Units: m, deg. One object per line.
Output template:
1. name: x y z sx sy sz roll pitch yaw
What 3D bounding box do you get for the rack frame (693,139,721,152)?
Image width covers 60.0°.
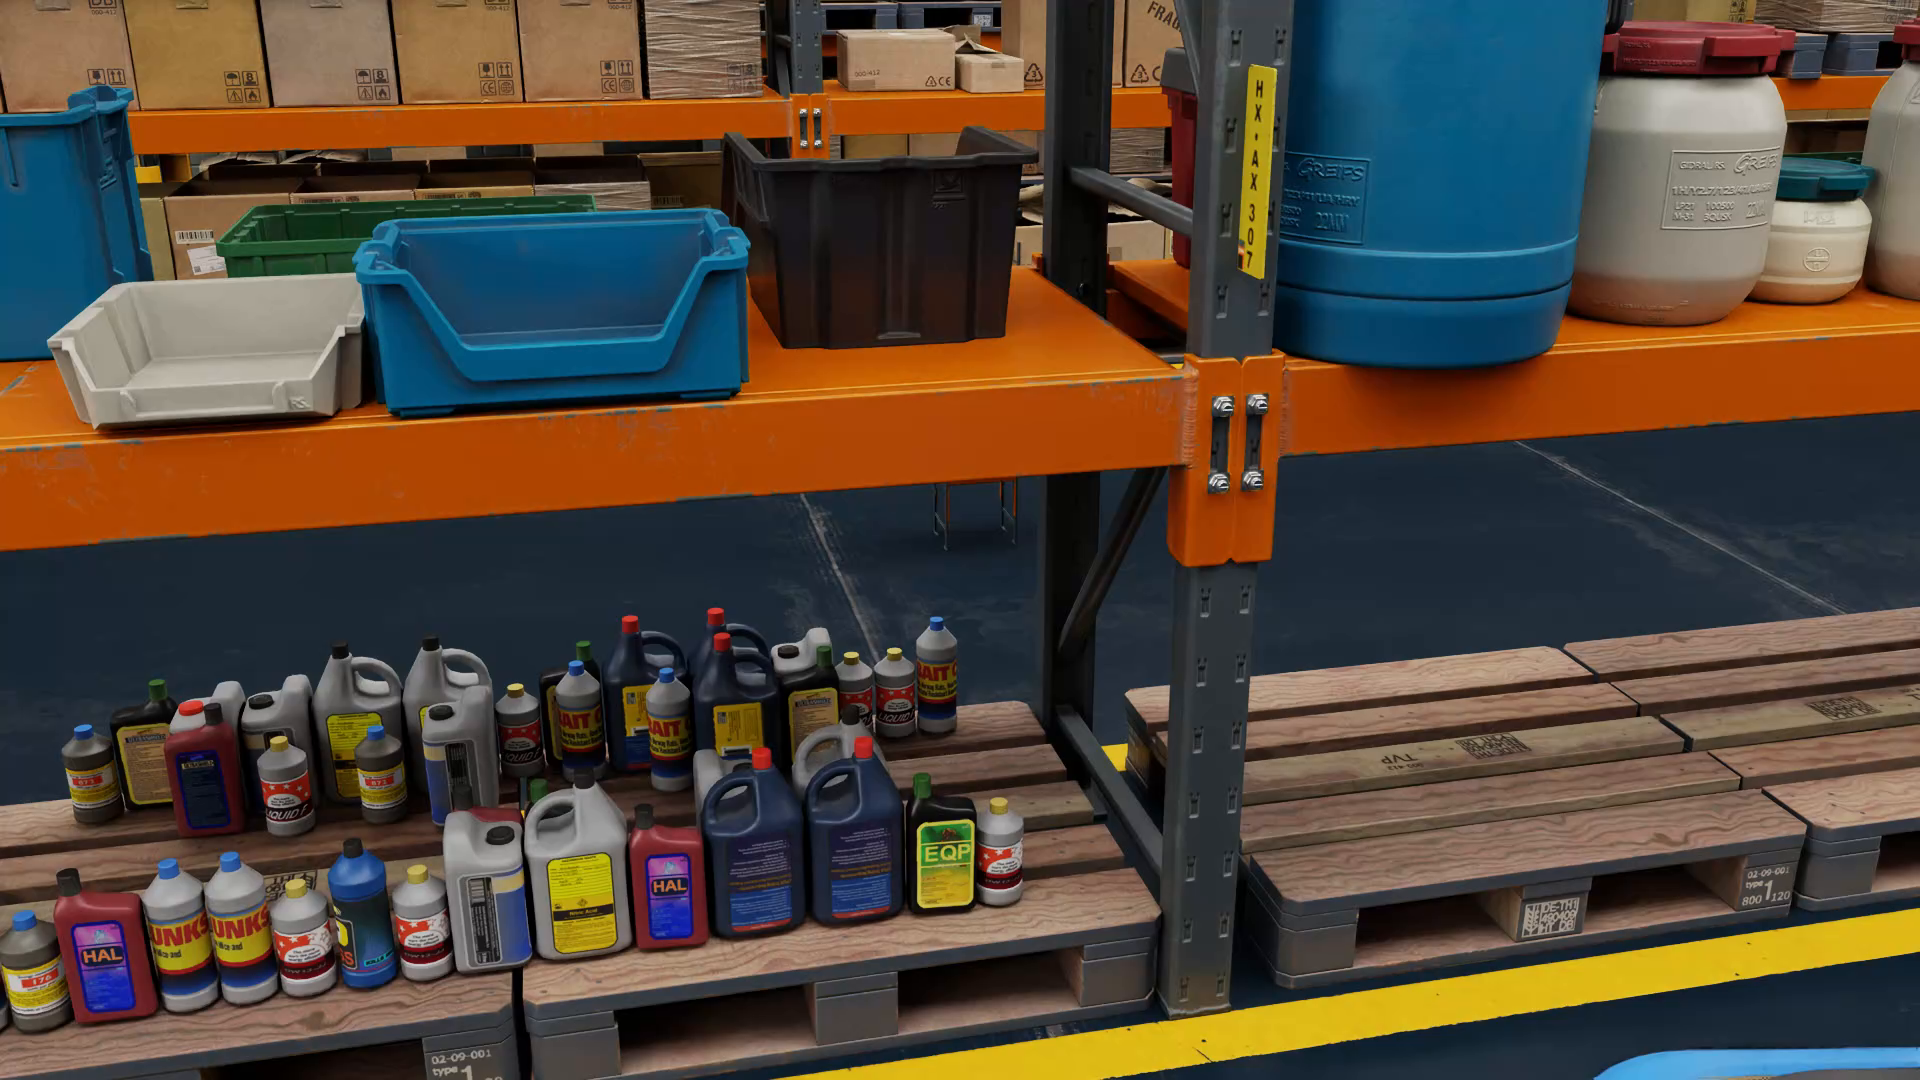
1. rack frame: -1.923 -3.957 12.256 0.127 3.000 1.000 -5 21 -12

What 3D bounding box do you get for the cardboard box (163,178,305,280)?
1. cardboard box: -3.129 -1.293 7.280 0.500 0.500 0.500 -5 21 -12

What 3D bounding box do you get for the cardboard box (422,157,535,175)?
1. cardboard box: -2.276 -1.546 7.971 0.500 0.500 0.500 -5 21 -12

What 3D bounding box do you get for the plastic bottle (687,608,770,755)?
1. plastic bottle: -0.524 0.321 3.788 0.185 0.351 0.144 -4 21 -11

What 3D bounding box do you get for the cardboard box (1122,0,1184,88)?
1. cardboard box: 0.972 -2.483 8.086 0.500 0.500 0.500 -5 21 -12

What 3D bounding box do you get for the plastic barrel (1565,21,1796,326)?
1. plastic barrel: 1.338 -0.707 3.186 0.433 0.535 0.433 0 20 0

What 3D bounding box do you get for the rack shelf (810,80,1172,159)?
1. rack shelf: 1.167 -2.120 8.286 4.000 0.370 1.077 -5 21 -12

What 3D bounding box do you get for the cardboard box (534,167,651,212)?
1. cardboard box: -1.670 -1.412 7.604 0.500 0.500 0.500 -5 21 -12

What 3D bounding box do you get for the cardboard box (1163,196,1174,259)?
1. cardboard box: 1.176 -1.540 8.229 0.500 0.311 0.500 -4 21 -11

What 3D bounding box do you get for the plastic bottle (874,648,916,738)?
1. plastic bottle: -0.153 0.353 3.918 0.097 0.201 0.097 0 20 0

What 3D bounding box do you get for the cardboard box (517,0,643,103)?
1. cardboard box: -1.722 -2.265 7.491 0.500 0.500 0.700 -5 21 -13

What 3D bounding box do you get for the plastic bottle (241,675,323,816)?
1. plastic bottle: -1.463 0.434 3.588 0.135 0.276 0.152 -5 21 -14

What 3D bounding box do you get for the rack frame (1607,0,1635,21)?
1. rack frame: 3.113 -2.616 8.594 0.127 3.000 1.000 -5 21 -12

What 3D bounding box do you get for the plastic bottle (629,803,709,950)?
1. plastic bottle: -0.540 0.618 3.077 0.133 0.283 0.061 -3 20 -9

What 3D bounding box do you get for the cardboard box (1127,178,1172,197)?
1. cardboard box: 1.029 -1.717 8.713 0.500 0.311 0.500 -5 21 -13

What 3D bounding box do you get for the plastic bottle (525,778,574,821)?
1. plastic bottle: -0.754 0.584 3.169 0.133 0.283 0.061 -5 21 -12

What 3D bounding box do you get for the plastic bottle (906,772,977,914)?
1. plastic bottle: -0.036 0.577 3.189 0.133 0.283 0.061 -4 20 -10

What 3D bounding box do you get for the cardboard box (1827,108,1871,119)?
1. cardboard box: 7.603 -3.717 14.624 0.500 0.500 0.700 -4 21 -11

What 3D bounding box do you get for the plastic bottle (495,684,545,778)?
1. plastic bottle: -0.989 0.421 3.733 0.097 0.201 0.097 0 20 0

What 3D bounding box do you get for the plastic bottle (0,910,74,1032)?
1. plastic bottle: -1.599 0.736 2.874 0.097 0.201 0.097 0 20 0

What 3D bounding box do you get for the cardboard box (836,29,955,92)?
1. cardboard box: -0.311 -2.282 7.902 0.500 0.250 0.500 -3 20 -9

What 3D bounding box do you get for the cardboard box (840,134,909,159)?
1. cardboard box: -0.719 -3.111 12.942 0.500 0.500 0.700 -5 21 -14

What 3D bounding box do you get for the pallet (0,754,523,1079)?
1. pallet: -1.496 0.806 3.309 1.213 0.211 1.003 -5 21 -12

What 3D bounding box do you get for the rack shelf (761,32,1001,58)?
1. rack shelf: 0.023 -3.777 12.812 4.000 0.370 1.077 -5 21 -12

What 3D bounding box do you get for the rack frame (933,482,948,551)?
1. rack frame: -0.067 -0.488 5.619 0.008 1.050 0.200 -5 21 -12

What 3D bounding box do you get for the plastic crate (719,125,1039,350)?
1. plastic crate: -0.182 -0.613 3.217 0.504 0.338 0.767 -5 21 -12

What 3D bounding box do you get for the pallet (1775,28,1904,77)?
1. pallet: 5.005 -2.681 9.052 1.213 0.211 1.003 -5 21 -12

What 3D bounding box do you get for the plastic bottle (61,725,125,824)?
1. plastic bottle: -1.850 0.491 3.542 0.097 0.201 0.097 0 20 0

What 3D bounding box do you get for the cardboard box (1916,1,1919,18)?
1. cardboard box: 5.301 -3.016 8.931 0.500 0.500 0.700 -10 23 -26

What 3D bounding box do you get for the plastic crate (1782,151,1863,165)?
1. plastic crate: 1.986 -0.774 3.874 0.662 0.188 0.450 -5 21 -12

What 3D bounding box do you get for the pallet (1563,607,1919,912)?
1. pallet: 2.301 0.496 4.155 1.213 0.211 1.003 -5 21 -12

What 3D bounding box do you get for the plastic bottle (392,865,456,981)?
1. plastic bottle: -0.973 0.685 3.013 0.097 0.201 0.097 0 20 0

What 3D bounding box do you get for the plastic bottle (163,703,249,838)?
1. plastic bottle: -1.573 0.477 3.460 0.133 0.283 0.061 -5 21 -12

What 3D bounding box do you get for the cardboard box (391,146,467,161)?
1. cardboard box: -3.842 -2.784 12.049 0.500 0.500 0.700 -6 21 -16

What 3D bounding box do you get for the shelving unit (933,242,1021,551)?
1. shelving unit: 0.052 -0.497 5.646 0.252 1.050 0.215 -5 21 -12

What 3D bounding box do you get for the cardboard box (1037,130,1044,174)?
1. cardboard box: 0.753 -3.230 13.266 0.500 0.500 0.700 -5 21 -13

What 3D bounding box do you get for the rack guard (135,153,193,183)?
1. rack guard: -5.742 -2.473 11.838 0.348 0.500 1.175 -5 21 -12

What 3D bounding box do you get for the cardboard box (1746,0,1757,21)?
1. cardboard box: 6.394 -4.768 14.035 0.700 0.700 0.980 -4 21 -12

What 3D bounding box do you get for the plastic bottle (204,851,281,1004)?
1. plastic bottle: -1.269 0.676 2.935 0.097 0.271 0.097 0 20 0

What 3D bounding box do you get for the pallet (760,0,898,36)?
1. pallet: -1.146 -3.879 12.321 1.213 0.211 1.003 -5 21 -12

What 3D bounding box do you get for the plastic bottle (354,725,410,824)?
1. plastic bottle: -1.232 0.492 3.540 0.097 0.201 0.097 0 20 0

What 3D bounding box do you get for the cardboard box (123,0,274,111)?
1. cardboard box: -3.221 -2.143 7.158 0.500 0.500 0.700 -5 21 -12

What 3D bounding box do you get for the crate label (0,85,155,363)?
1. crate label: -1.807 -0.577 2.977 0.616 0.435 0.502 -5 21 -12

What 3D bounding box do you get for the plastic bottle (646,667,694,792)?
1. plastic bottle: -0.638 0.411 3.660 0.097 0.271 0.097 0 20 0

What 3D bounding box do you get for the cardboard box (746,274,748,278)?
1. cardboard box: -1.181 -1.095 7.831 0.500 0.250 0.500 -5 21 -12
